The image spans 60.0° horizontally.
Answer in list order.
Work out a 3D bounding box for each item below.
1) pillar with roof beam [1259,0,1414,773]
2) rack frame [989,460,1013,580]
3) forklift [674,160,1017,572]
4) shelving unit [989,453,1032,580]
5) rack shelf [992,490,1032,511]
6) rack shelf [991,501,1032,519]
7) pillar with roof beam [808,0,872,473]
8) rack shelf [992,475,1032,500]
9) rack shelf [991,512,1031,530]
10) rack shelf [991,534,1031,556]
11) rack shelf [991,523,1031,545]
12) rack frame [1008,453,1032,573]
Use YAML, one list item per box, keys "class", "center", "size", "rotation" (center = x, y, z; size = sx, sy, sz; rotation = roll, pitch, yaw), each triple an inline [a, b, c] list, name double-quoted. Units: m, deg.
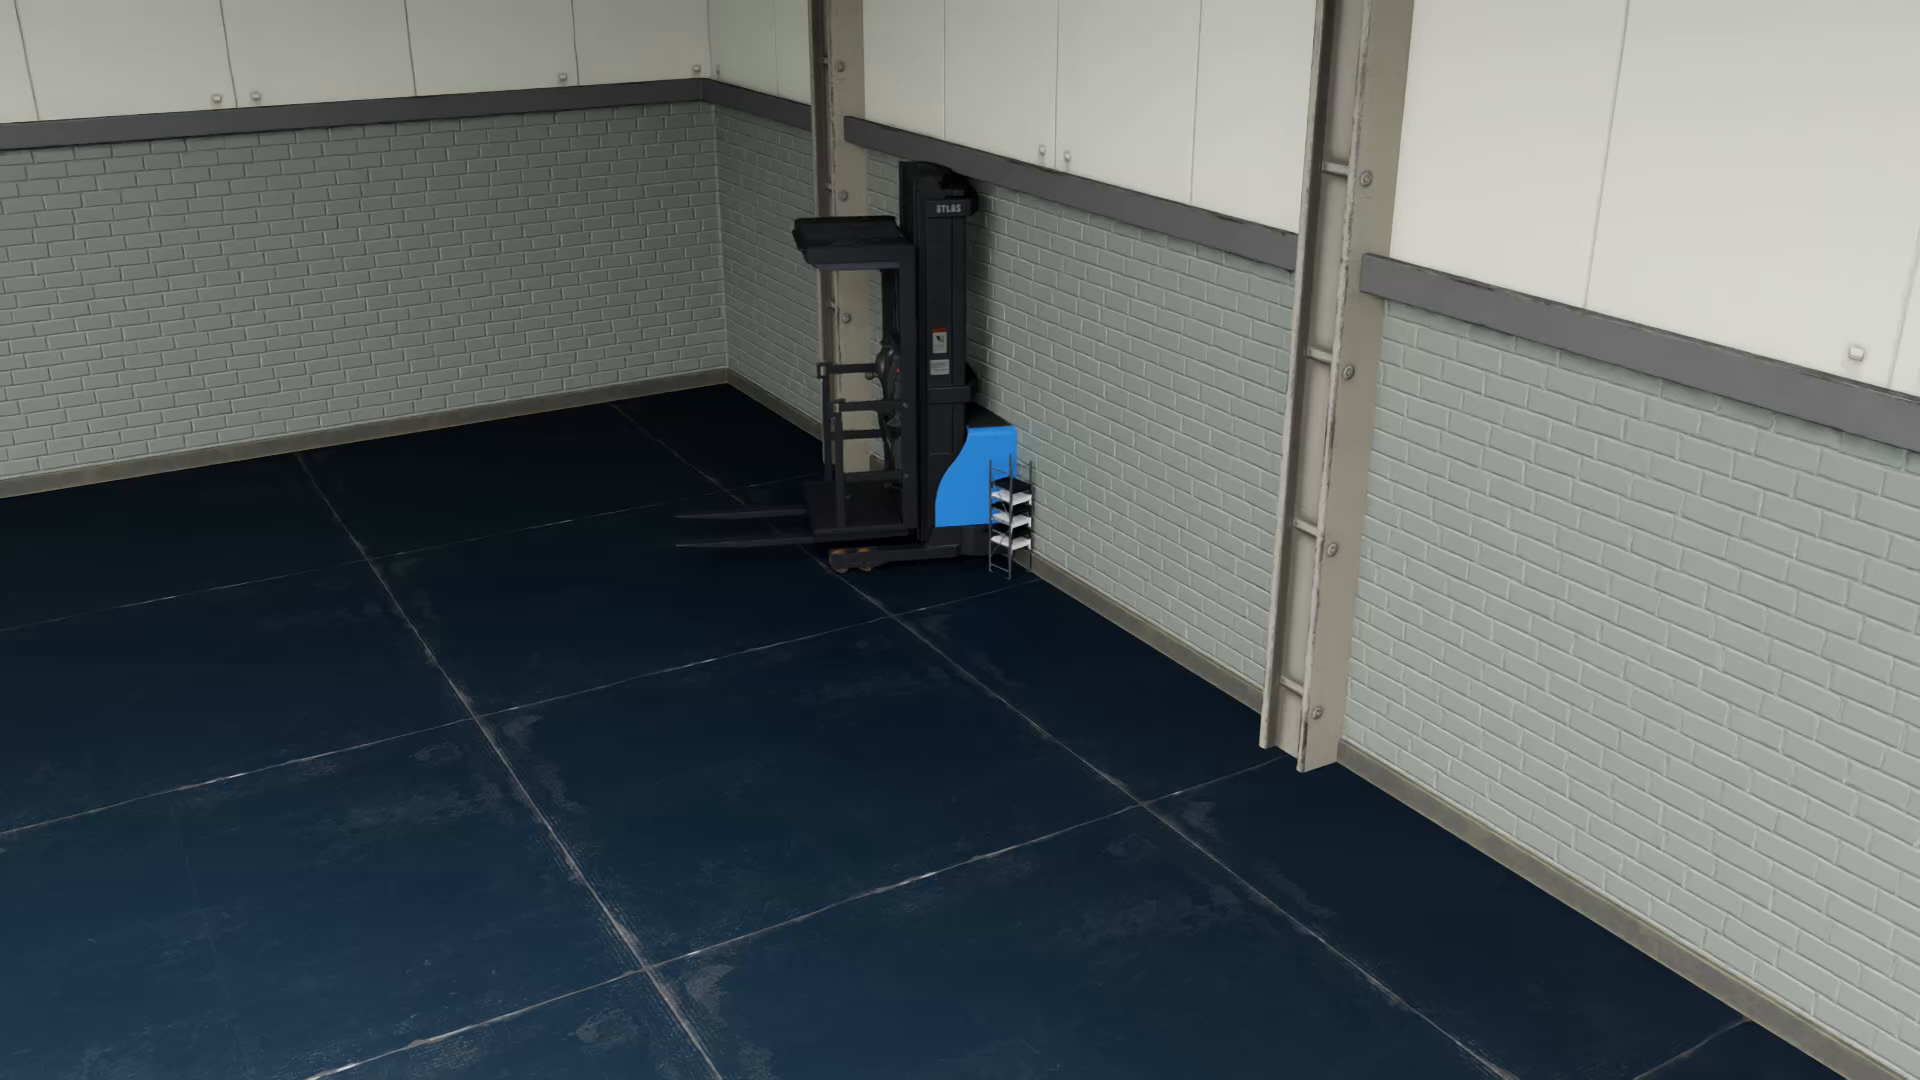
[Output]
- class: "pillar with roof beam"
  center: [-1.640, -2.050, 6.372]
  size: [9.100, 9.000, 0.400]
  rotation: [-13, 25, -28]
- class: "rack frame"
  center: [0.302, -0.148, 12.448]
  size: [0.006, 0.900, 0.240]
  rotation: [-19, 29, -39]
- class: "forklift"
  center: [-0.720, -1.328, 12.655]
  size: [3.031, 2.935, 1.130]
  rotation: [-4, 22, -9]
- class: "shelving unit"
  center: [0.377, -0.174, 12.512]
  size: [0.210, 0.900, 0.258]
  rotation: [-19, 29, -39]
- class: "rack shelf"
  center: [0.377, -0.310, 12.457]
  size: [0.200, 0.077, 0.258]
  rotation: [-19, 29, -39]
- class: "rack shelf"
  center: [0.377, -0.227, 12.491]
  size: [0.200, 0.077, 0.258]
  rotation: [-19, 29, -39]
- class: "pillar with roof beam"
  center: [-4.705, -3.993, 11.151]
  size: [9.100, 9.000, 0.400]
  rotation: [-13, 25, -28]
- class: "rack shelf"
  center: [0.377, -0.393, 12.423]
  size: [0.200, 0.077, 0.258]
  rotation: [-19, 29, -39]
- class: "rack shelf"
  center: [0.377, -0.143, 12.525]
  size: [0.200, 0.077, 0.258]
  rotation: [-19, 29, -39]
- class: "rack shelf"
  center: [0.377, 0.023, 12.593]
  size: [0.200, 0.077, 0.258]
  rotation: [-19, 29, -39]
- class: "rack shelf"
  center: [0.377, -0.060, 12.559]
  size: [0.200, 0.077, 0.258]
  rotation: [-19, 29, -39]
- class: "rack frame"
  center: [0.451, -0.200, 12.576]
  size: [0.006, 0.900, 0.240]
  rotation: [-19, 29, -39]
